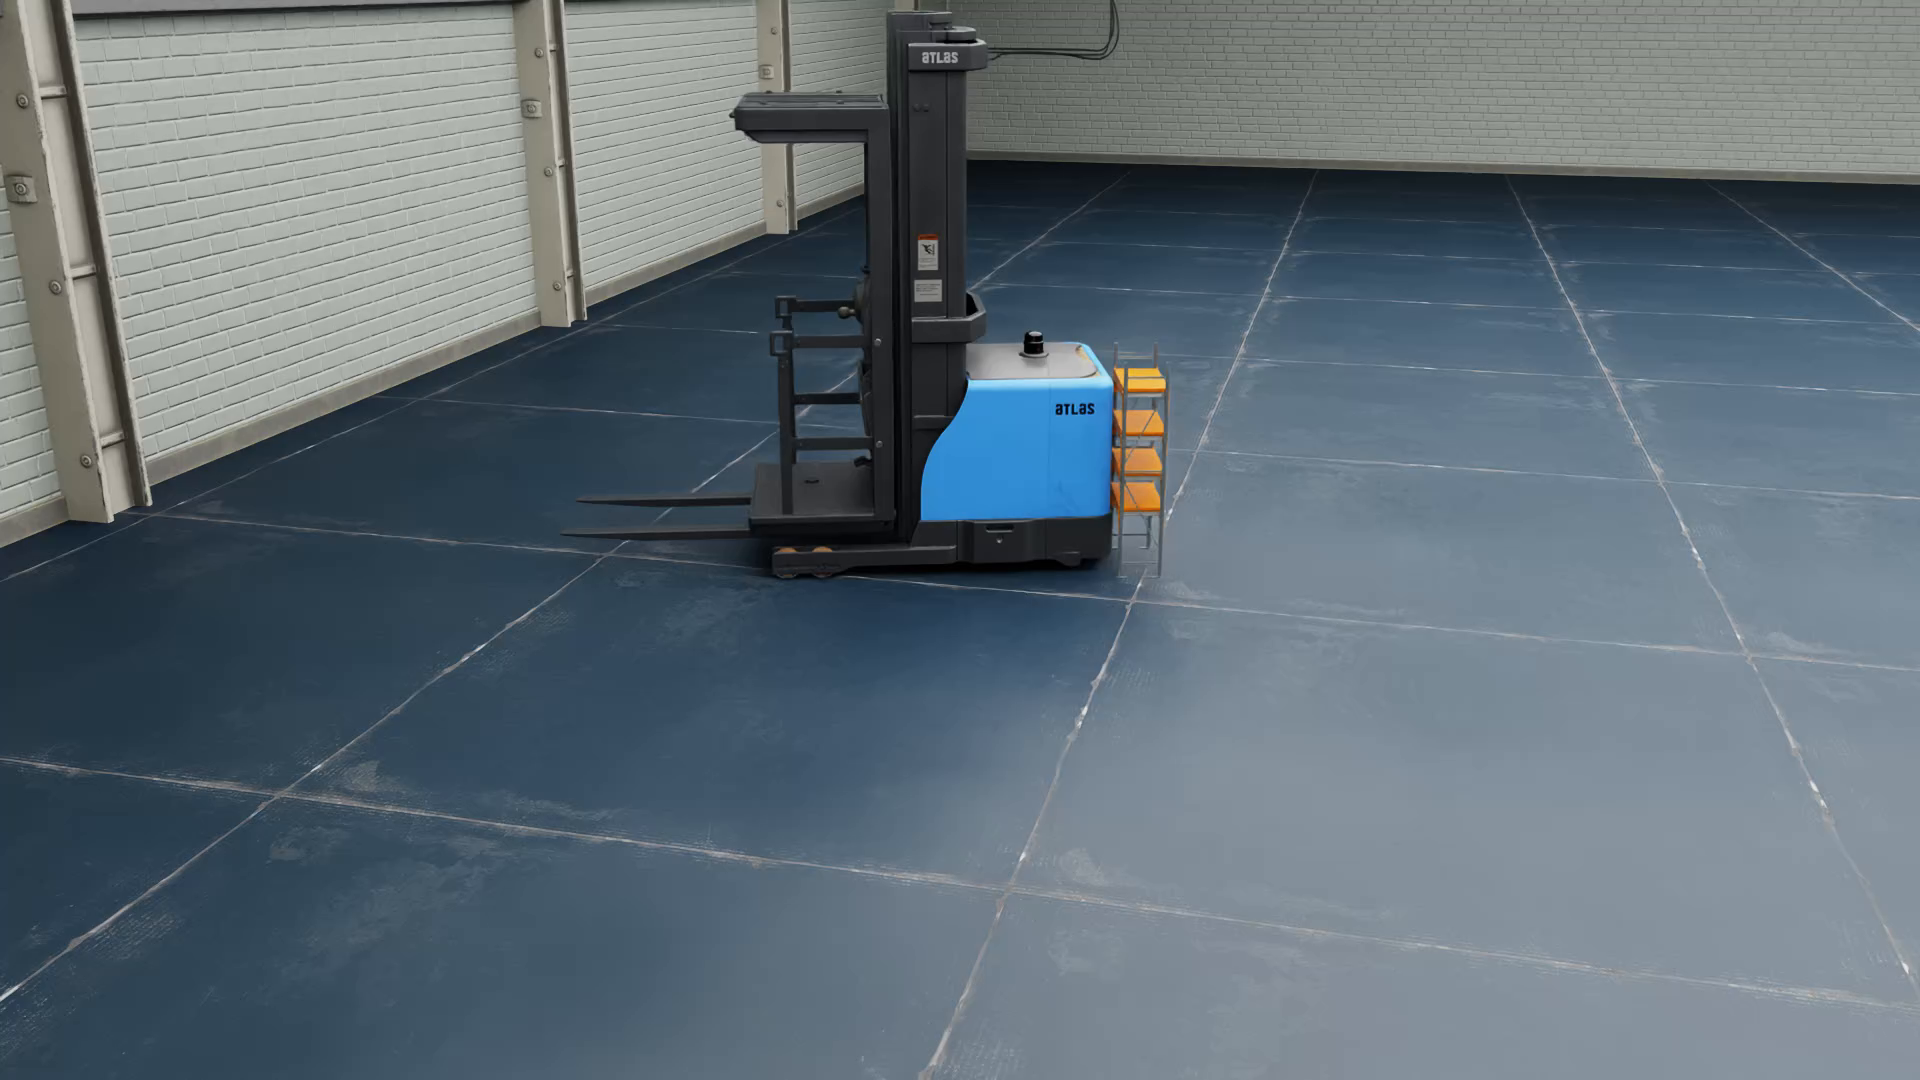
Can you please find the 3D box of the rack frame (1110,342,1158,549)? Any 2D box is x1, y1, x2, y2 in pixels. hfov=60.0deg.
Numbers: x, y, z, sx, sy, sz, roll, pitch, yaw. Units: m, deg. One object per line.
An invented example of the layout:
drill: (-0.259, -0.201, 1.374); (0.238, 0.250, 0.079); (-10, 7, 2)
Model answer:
rack frame: (0.972, -0.519, 9.351); (0.240, 1.200, 0.015); (0, 19, -1)

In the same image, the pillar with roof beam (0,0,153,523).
pillar with roof beam: (-1.042, -4.094, 7.753); (9.100, 9.000, 0.400); (5, 19, 13)

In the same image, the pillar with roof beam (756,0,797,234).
pillar with roof beam: (1.889, -7.856, 18.764); (9.100, 9.000, 0.400); (5, 19, 13)

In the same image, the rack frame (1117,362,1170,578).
rack frame: (0.979, -0.361, 8.889); (0.240, 1.200, 0.015); (0, 19, -1)

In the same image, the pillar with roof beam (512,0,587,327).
pillar with roof beam: (0.424, -5.975, 13.259); (9.100, 9.000, 0.400); (5, 19, 13)

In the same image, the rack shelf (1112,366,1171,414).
rack shelf: (0.976, -0.812, 8.993); (0.258, 0.148, 0.480); (0, 19, -1)

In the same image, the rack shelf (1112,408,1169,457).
rack shelf: (0.976, -0.588, 9.069); (0.258, 0.148, 0.480); (0, 19, -1)

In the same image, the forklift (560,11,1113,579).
forklift: (-0.703, -1.352, 9.112); (3.031, 2.935, 1.130); (-1, 19, -4)

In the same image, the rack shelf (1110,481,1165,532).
rack shelf: (0.975, -0.189, 9.206); (0.258, 0.148, 0.480); (0, 19, -1)

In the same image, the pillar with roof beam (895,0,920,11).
pillar with roof beam: (3.355, -9.736, 24.270); (9.100, 9.000, 0.400); (5, 19, 13)

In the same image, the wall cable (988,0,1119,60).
wall cable: (1.183, -9.426, 28.165); (3.097, 2.526, 0.112); (5, 19, 13)

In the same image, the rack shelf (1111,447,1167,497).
rack shelf: (0.975, -0.376, 9.141); (0.258, 0.148, 0.480); (0, 19, -1)

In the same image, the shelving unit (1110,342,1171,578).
shelving unit: (0.976, -0.440, 9.120); (0.258, 1.200, 0.503); (0, 19, -1)
